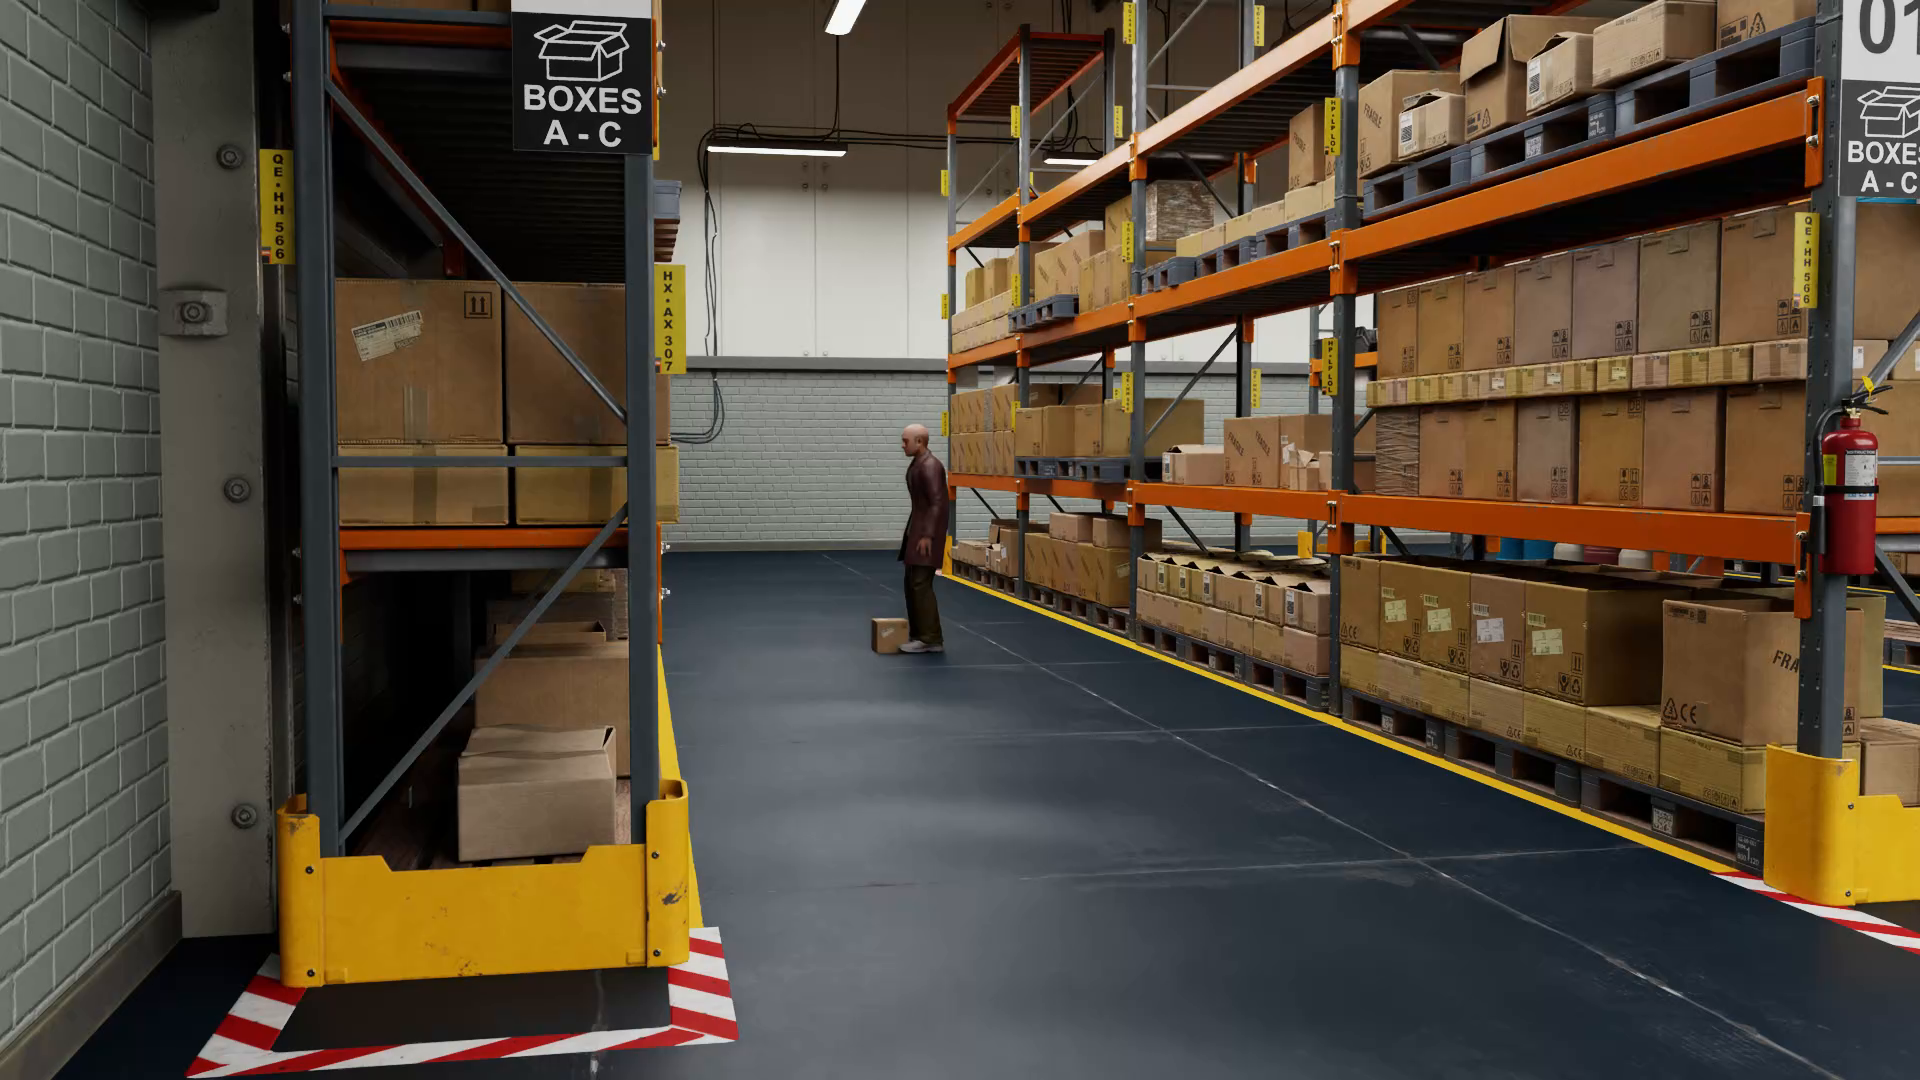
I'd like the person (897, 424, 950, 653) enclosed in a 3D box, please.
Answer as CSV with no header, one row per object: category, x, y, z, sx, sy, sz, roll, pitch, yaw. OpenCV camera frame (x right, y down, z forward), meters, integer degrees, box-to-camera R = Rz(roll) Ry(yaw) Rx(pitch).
person,-0.303,-0.018,12.974,0.427,1.772,0.635,-1,3,-14
